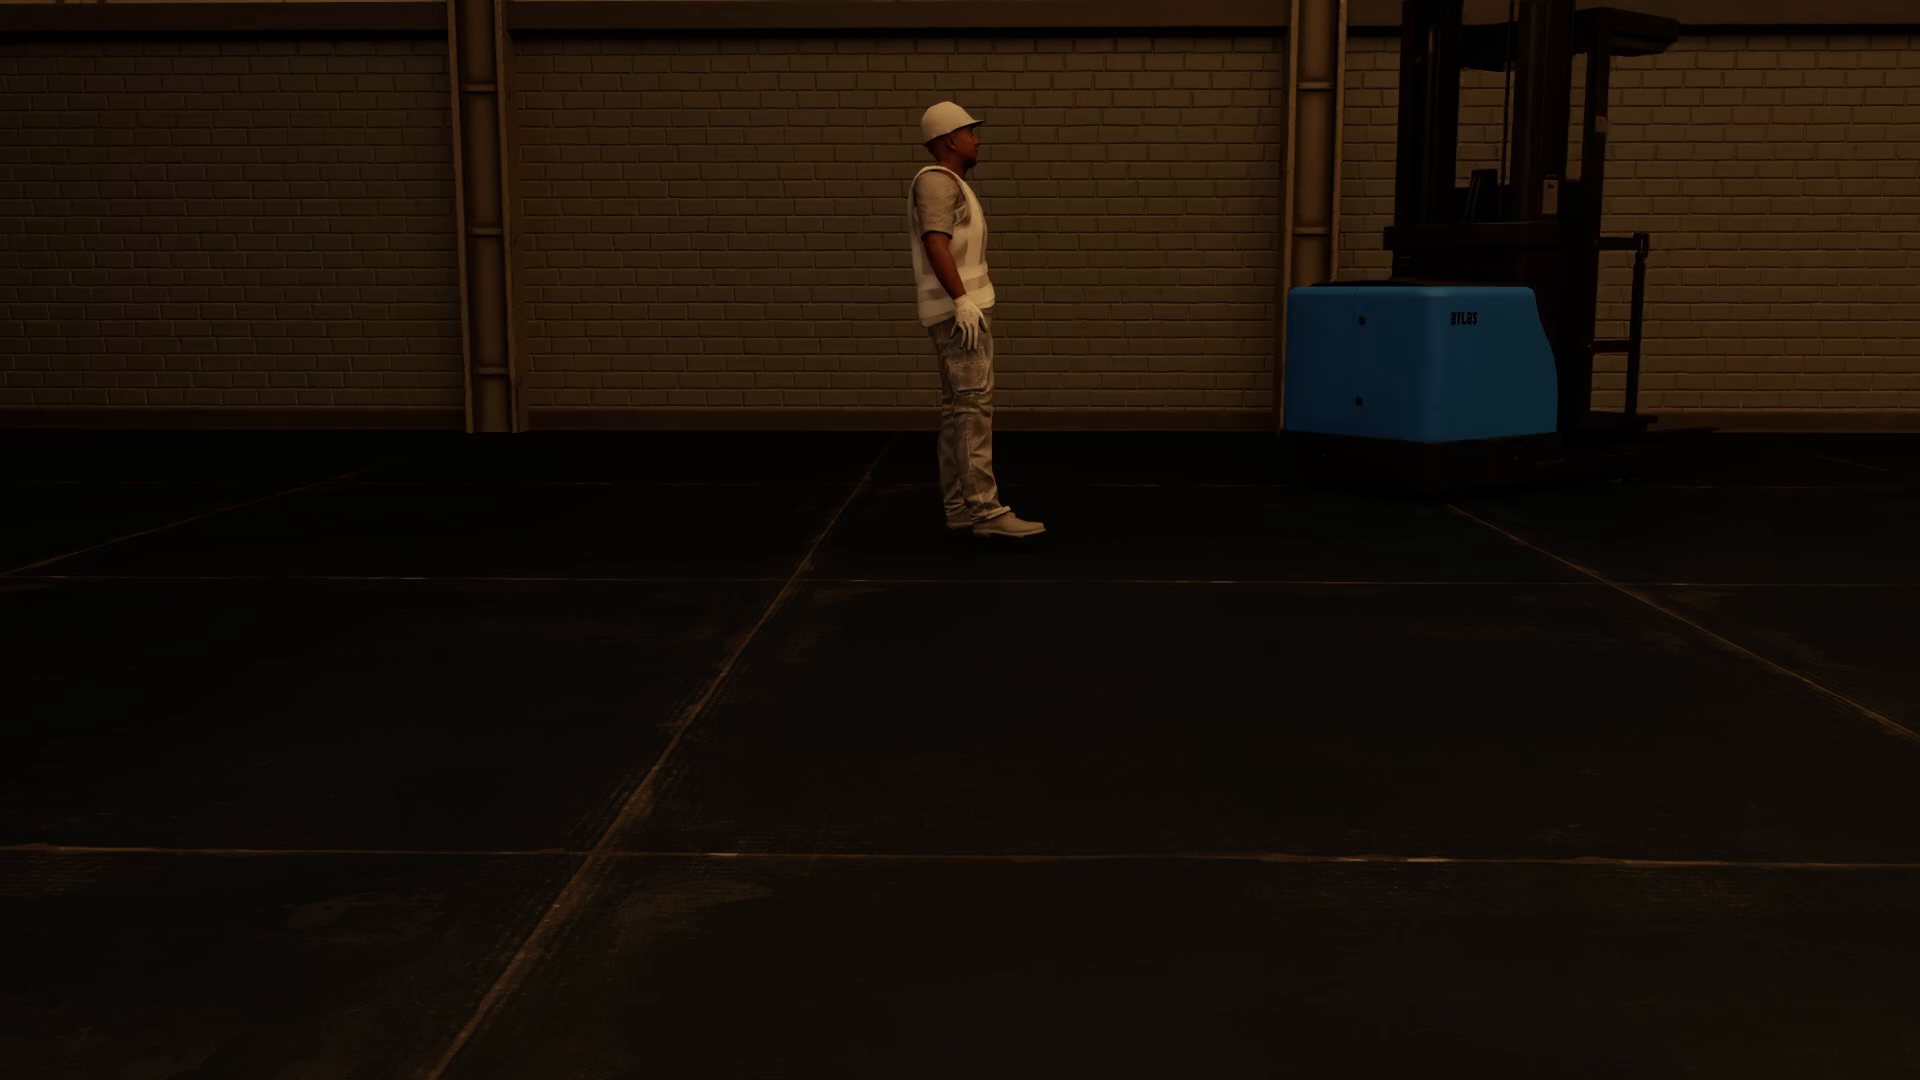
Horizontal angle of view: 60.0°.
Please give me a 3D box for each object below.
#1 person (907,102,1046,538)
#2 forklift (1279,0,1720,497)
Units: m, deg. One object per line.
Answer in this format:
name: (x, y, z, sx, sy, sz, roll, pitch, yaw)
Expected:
person: (0.072, -0.927, 6.975, 0.575, 1.784, 0.657, 0, 9, 1)
forklift: (3.214, -1.814, 9.298, 3.031, 2.935, 1.130, -6, 11, -36)
